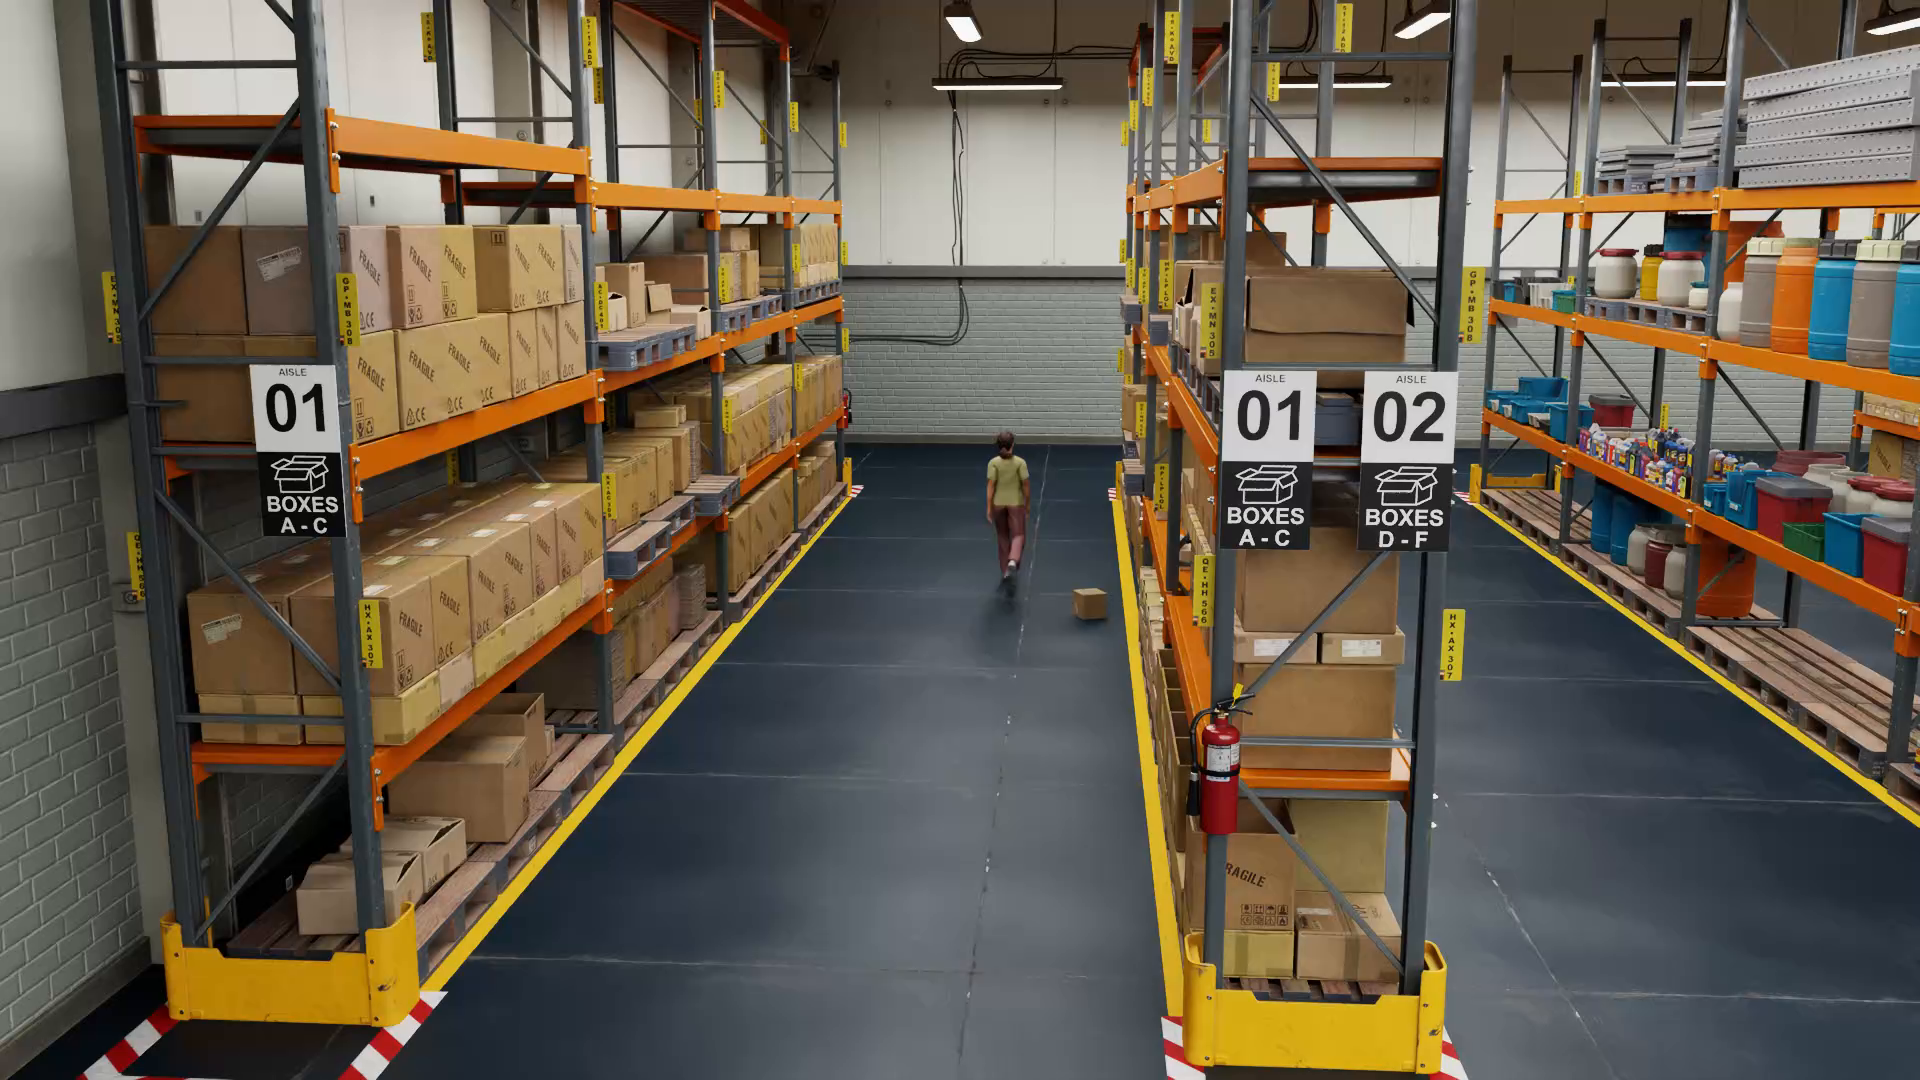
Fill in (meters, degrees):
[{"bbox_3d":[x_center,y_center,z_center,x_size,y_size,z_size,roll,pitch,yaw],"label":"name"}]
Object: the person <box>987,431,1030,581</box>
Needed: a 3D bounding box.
[{"bbox_3d":[0.520,-0.351,17.767,0.453,1.627,0.865,2,11,8],"label":"person"}]
